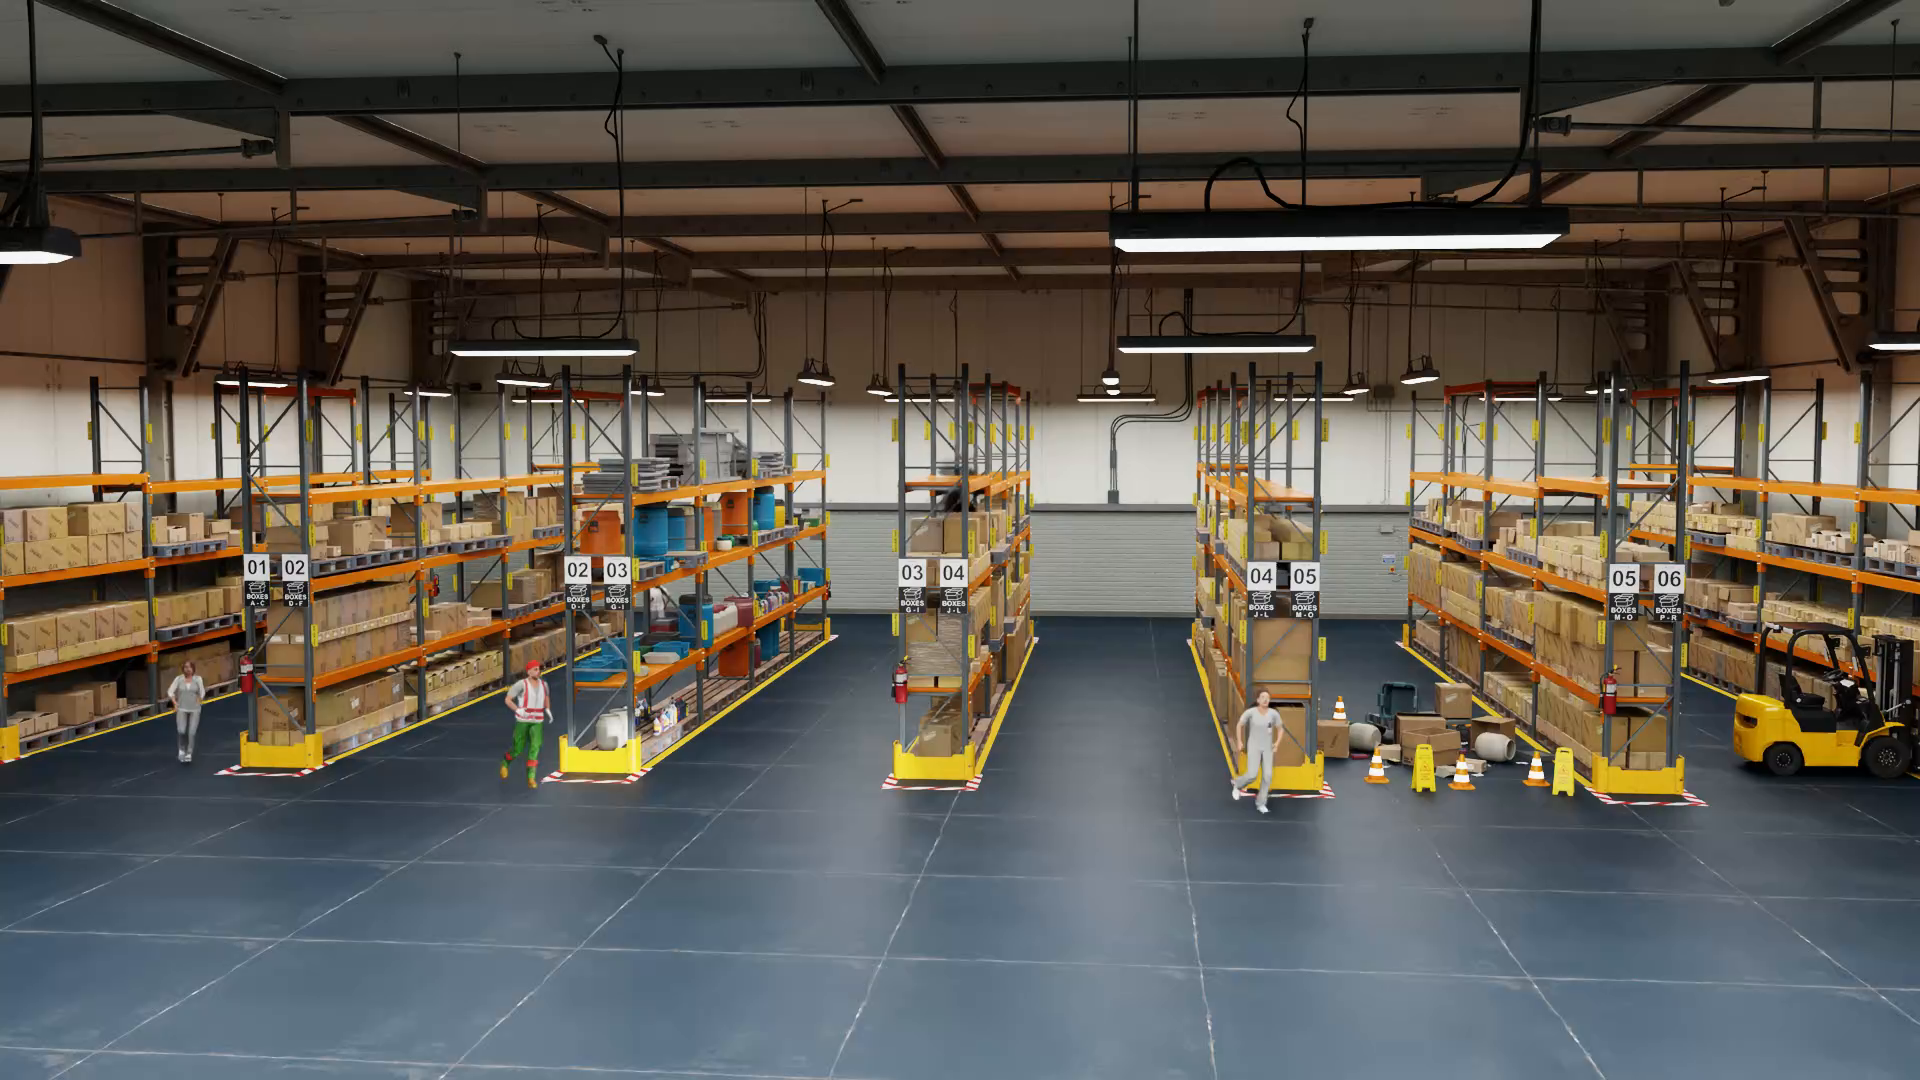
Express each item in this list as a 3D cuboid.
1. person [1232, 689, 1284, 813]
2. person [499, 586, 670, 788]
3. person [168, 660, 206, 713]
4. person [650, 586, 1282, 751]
[{"bbox_3d":[3.996,2.785,22.124,0.636,1.620,0.594,-1,4,-9],"label":"person"},{"bbox_3d":[-6.524,2.118,31.071,9.179,1.745,13.055,-3,5,-38],"label":"person"},{"bbox_3d":[-11.665,2.231,25.097,0.515,0.776,0.514,-2,4,-29],"label":"person"},{"bbox_3d":[-1.500,2.189,30.438,10.322,1.739,17.796,0,4,-4],"label":"person"}]
